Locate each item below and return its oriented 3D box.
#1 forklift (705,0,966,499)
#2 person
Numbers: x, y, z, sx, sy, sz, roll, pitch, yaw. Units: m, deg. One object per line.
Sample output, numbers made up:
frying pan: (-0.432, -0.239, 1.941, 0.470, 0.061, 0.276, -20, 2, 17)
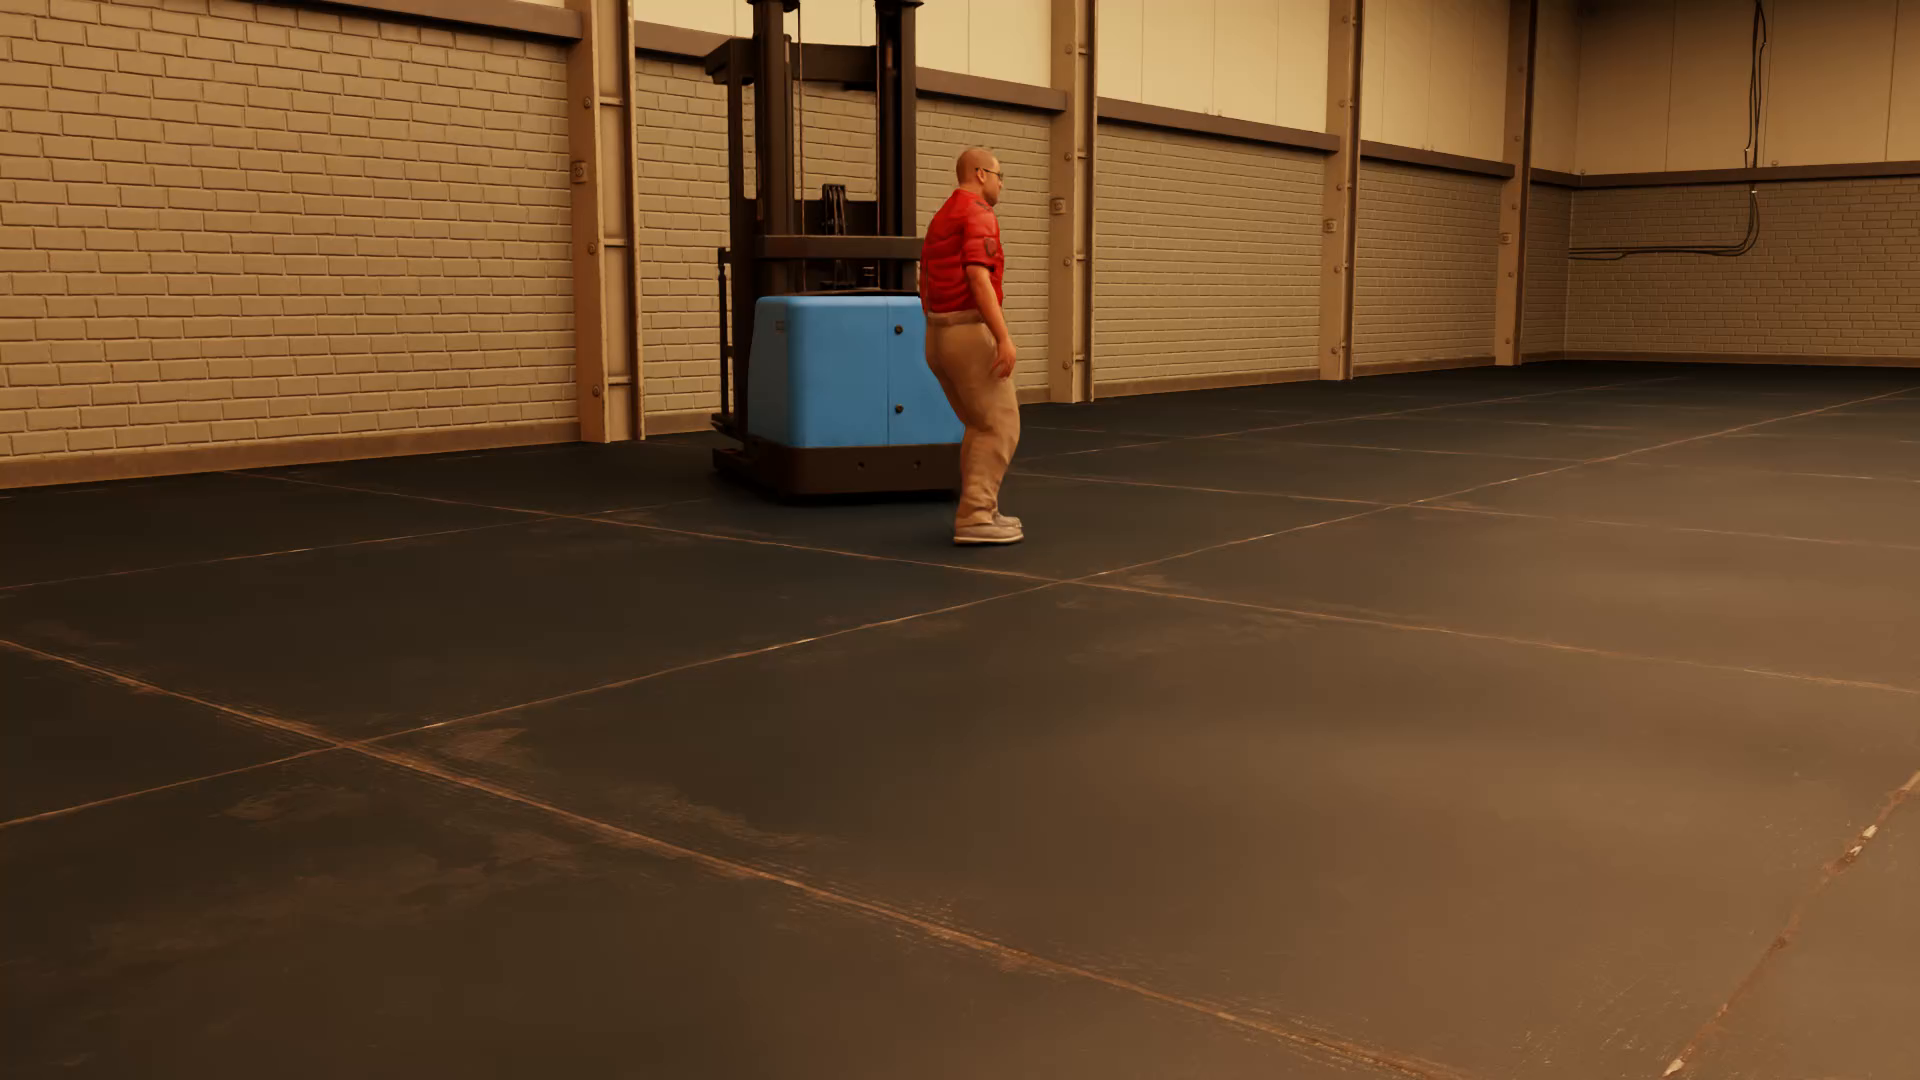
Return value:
forklift: (-0.869, -1.838, 9.839, 1.130, 2.935, 3.031, -3, 9, -19)
person: (0.118, -0.853, 7.326, 0.504, 1.711, 0.637, -3, 9, -21)
